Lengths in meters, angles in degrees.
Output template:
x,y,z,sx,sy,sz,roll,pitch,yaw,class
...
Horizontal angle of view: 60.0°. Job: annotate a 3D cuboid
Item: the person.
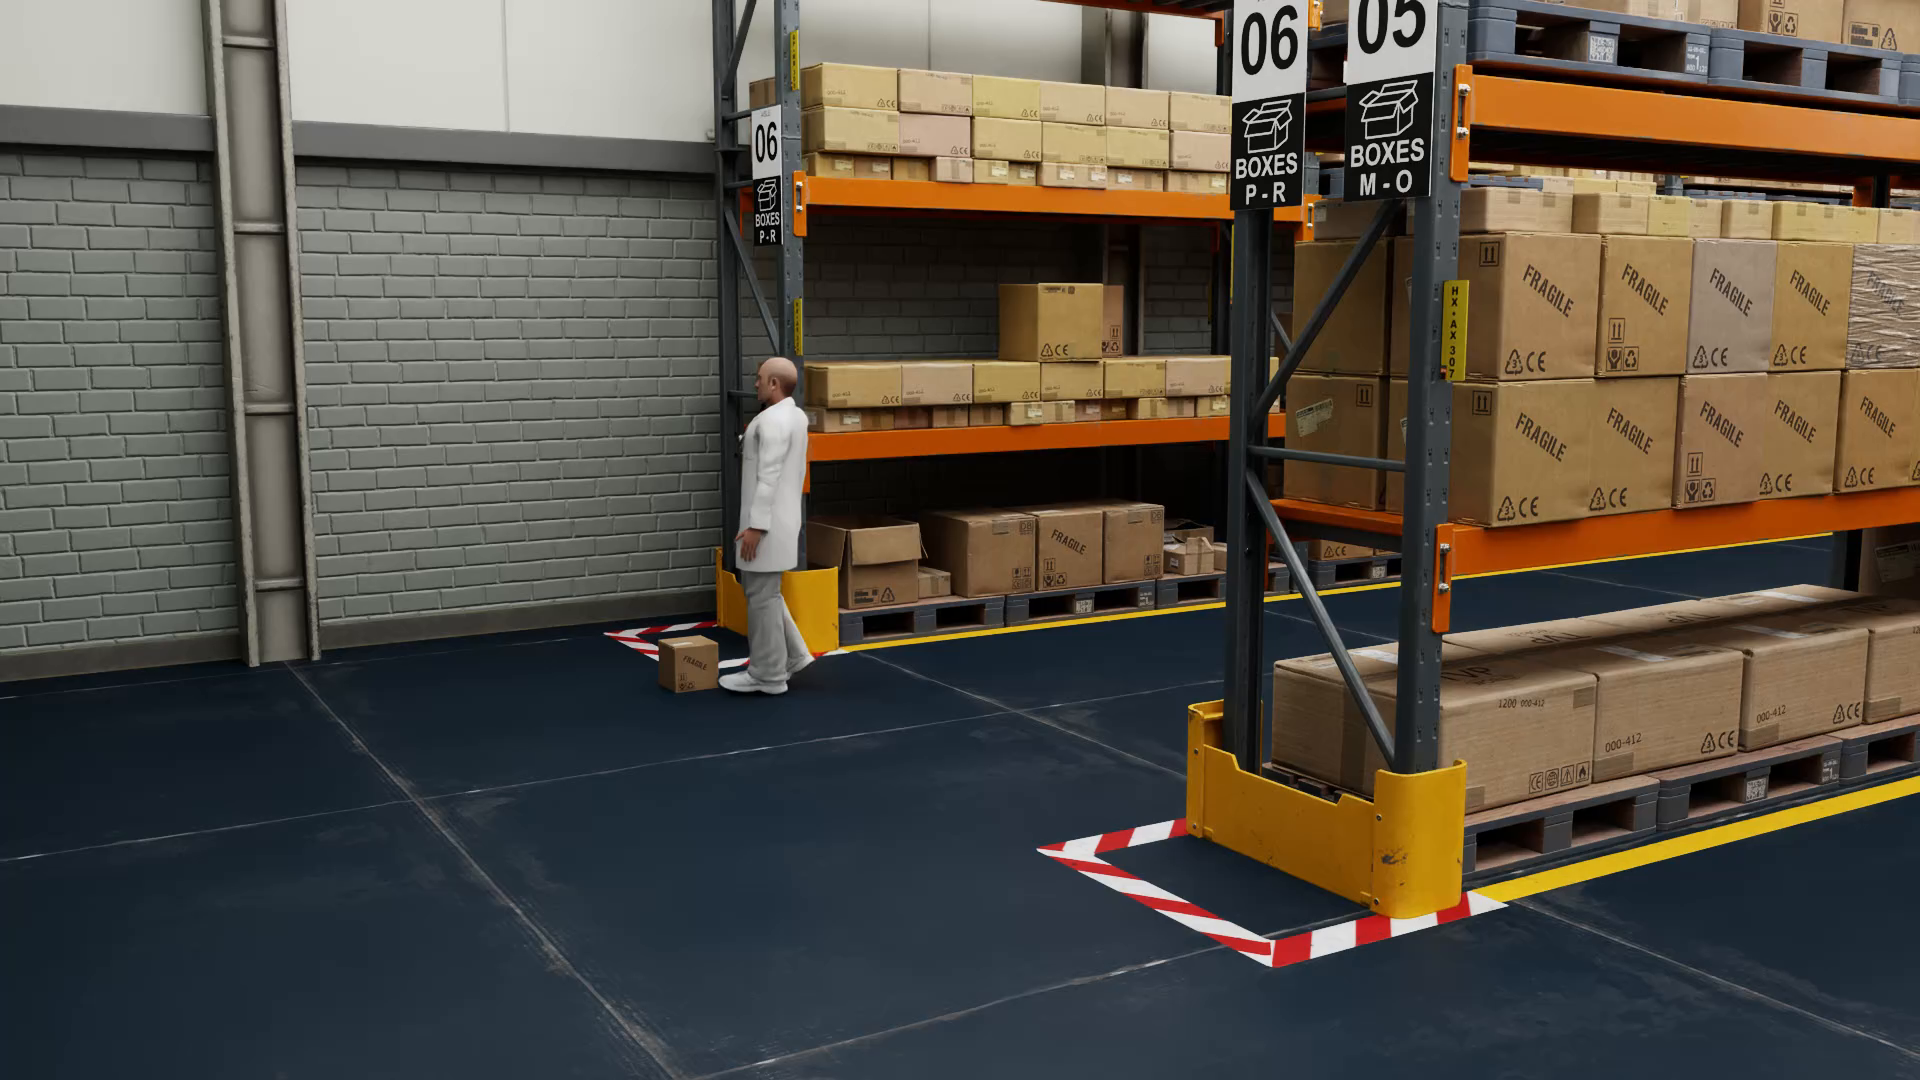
x,y,z,sx,sy,sz,roll,pitch,yaw,class
-1.046,-0.052,8.838,0.483,1.830,0.617,1,8,8,person
